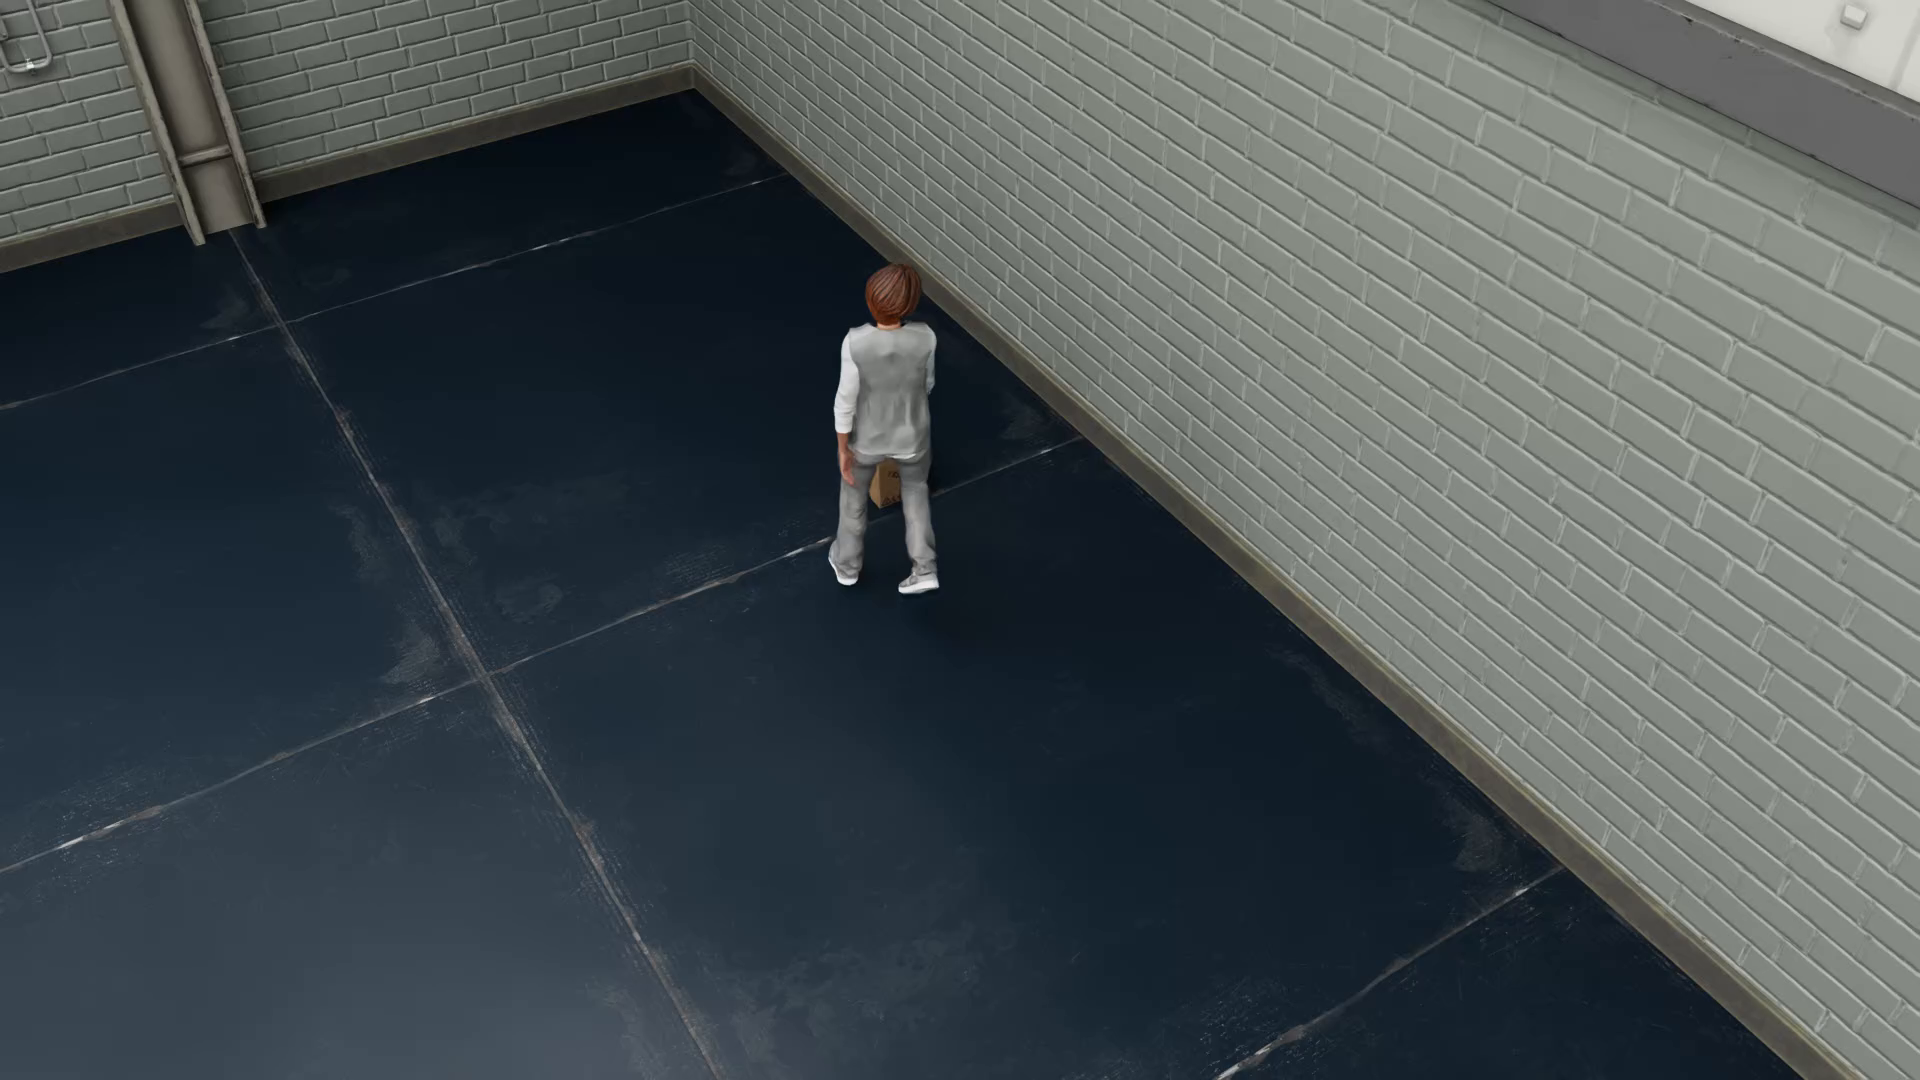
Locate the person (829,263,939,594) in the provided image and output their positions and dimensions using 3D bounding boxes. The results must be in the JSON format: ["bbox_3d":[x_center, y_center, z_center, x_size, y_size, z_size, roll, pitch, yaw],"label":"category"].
[{"bbox_3d":[-0.310,-0.375,6.602,0.458,1.564,0.611,-6,42,-7],"label":"person"}]
